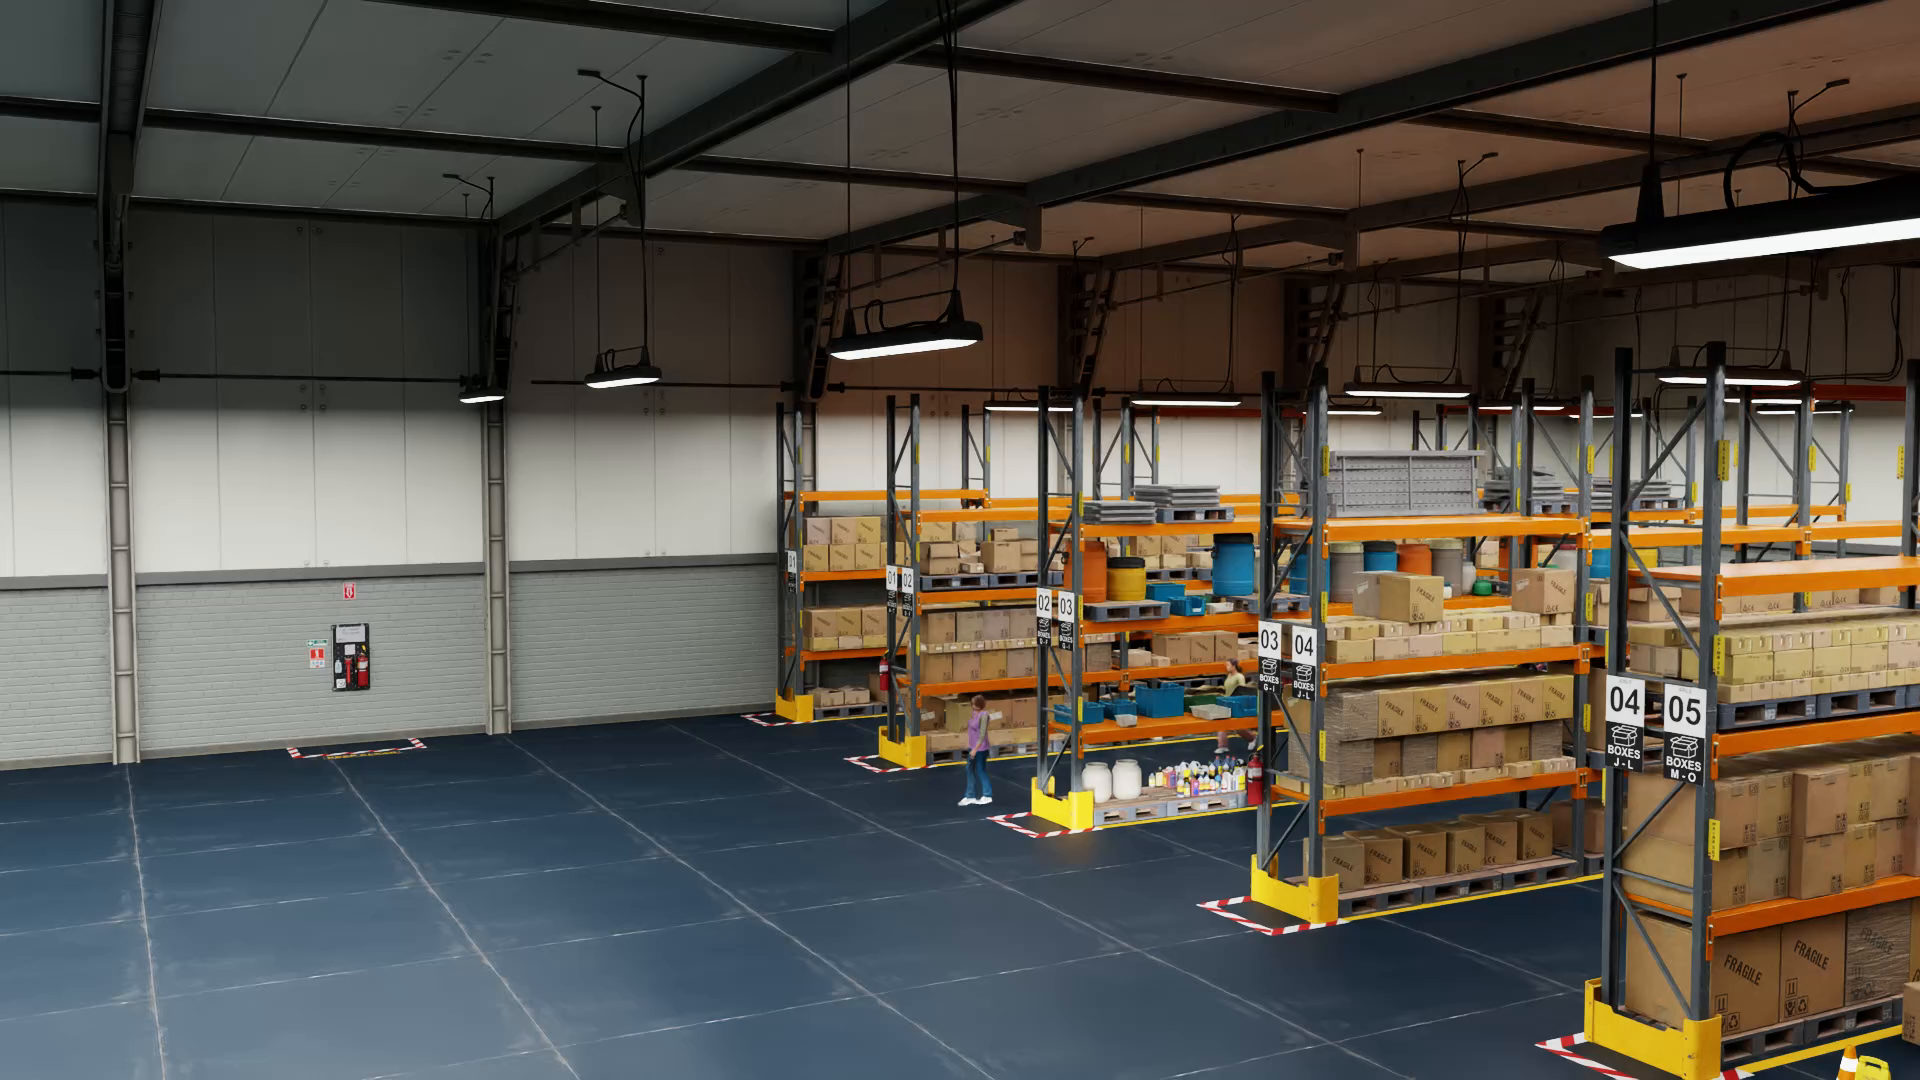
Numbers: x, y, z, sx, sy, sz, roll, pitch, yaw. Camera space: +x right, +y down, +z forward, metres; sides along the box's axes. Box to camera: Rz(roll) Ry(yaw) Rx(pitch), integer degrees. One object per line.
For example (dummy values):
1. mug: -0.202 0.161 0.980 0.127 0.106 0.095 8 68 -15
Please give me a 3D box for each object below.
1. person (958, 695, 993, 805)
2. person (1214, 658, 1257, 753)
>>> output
1. person: 0.241 3.031 23.896 0.509 1.631 0.476 -1 3 -20
2. person: 4.627 2.780 28.060 0.864 1.586 0.499 -2 4 -31
